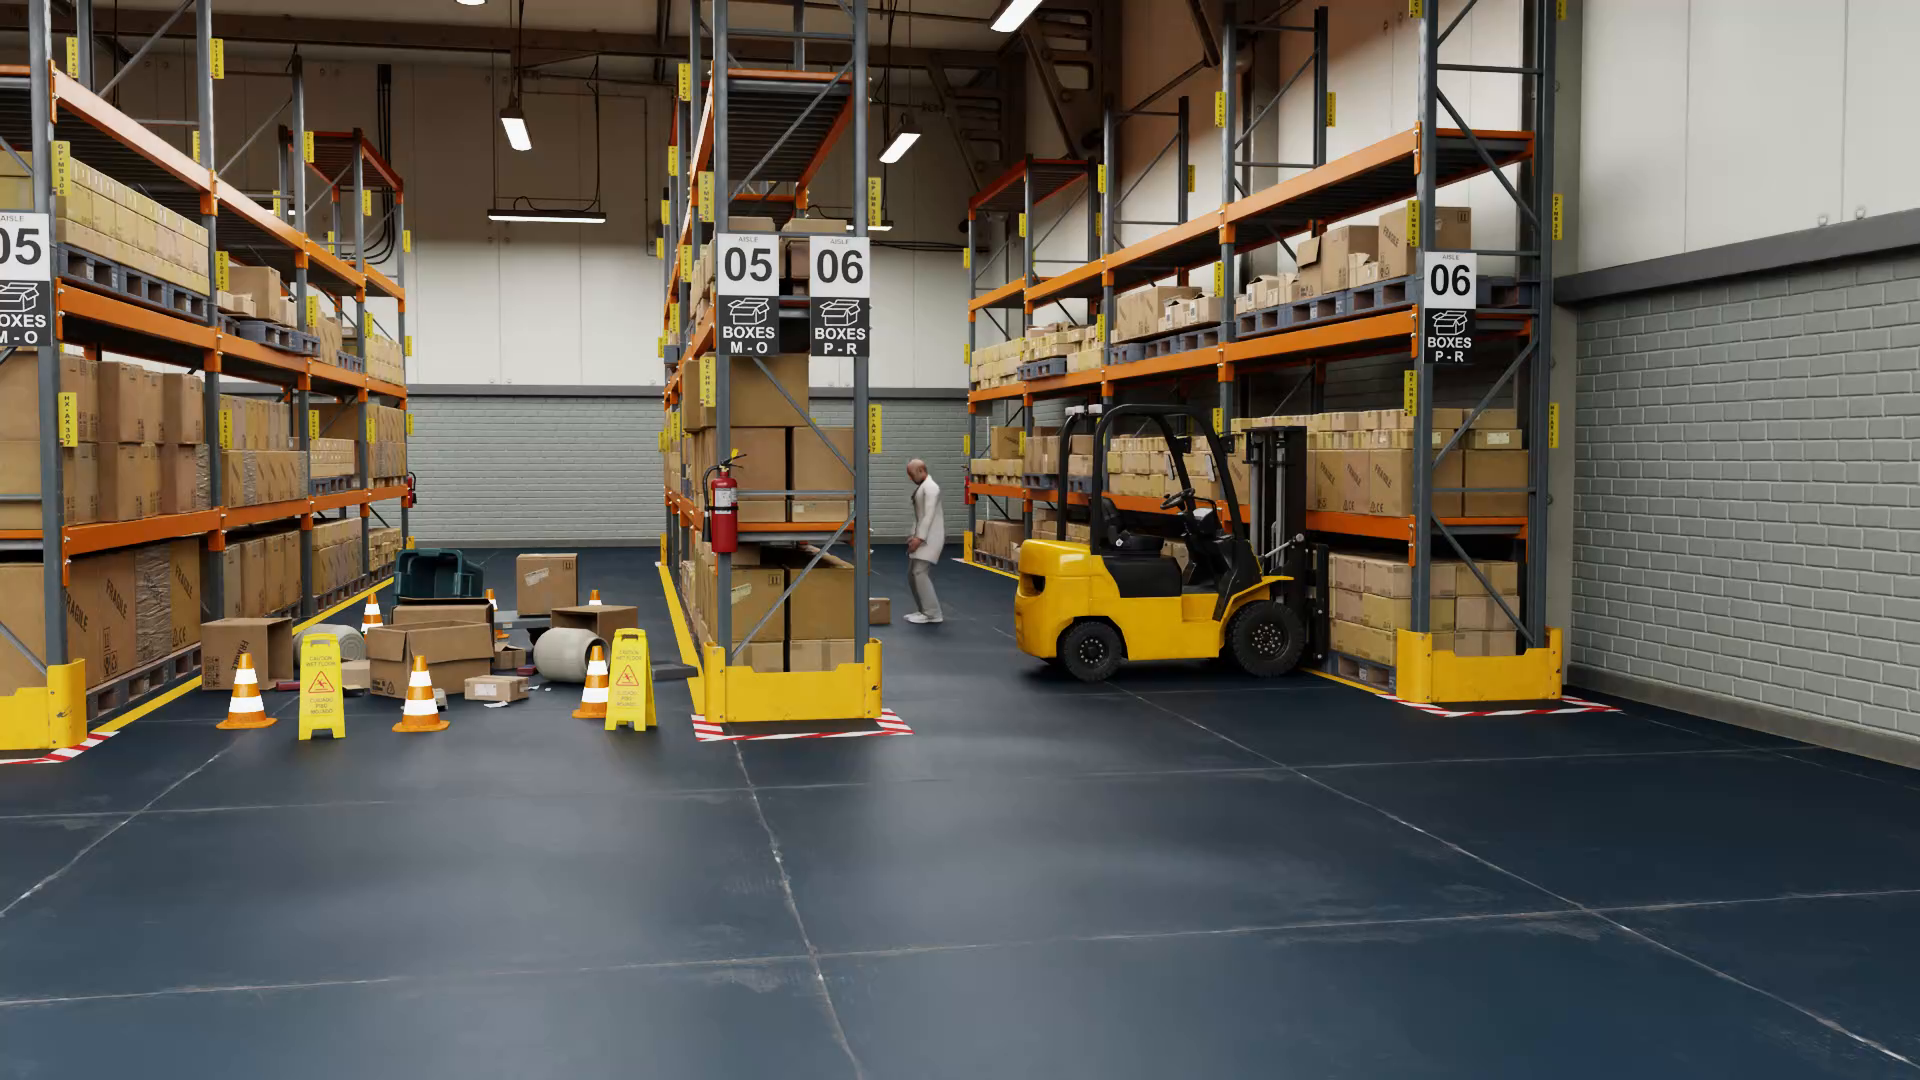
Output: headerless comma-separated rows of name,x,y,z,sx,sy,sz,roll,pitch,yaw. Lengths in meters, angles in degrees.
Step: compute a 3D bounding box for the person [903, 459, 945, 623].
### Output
person,-0.378,0.010,17.537,0.432,1.728,0.591,-1,3,-10
